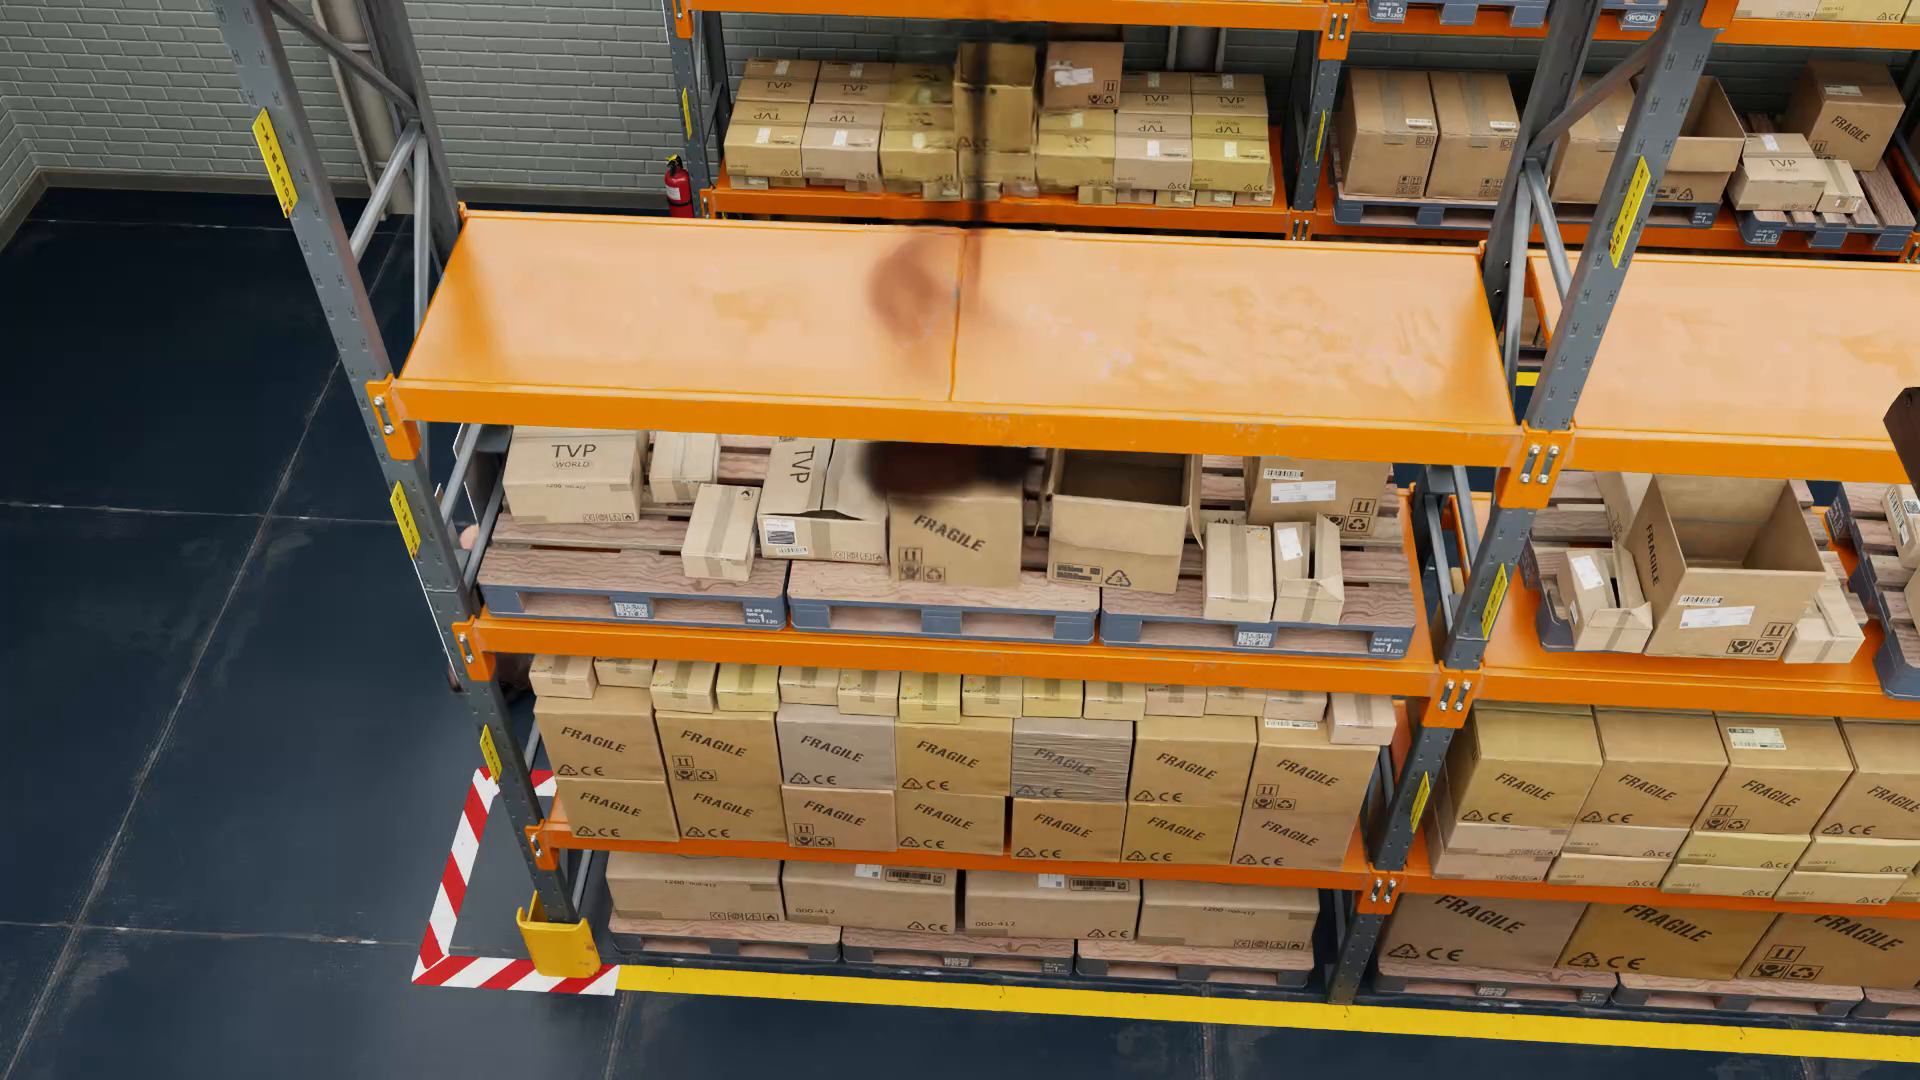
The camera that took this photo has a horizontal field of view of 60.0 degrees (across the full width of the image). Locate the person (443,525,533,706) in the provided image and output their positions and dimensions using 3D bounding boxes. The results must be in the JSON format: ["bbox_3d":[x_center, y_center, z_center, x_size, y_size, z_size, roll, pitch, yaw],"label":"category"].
[{"bbox_3d":[-2.576,0.503,9.160,0.642,1.693,0.614,25,53,21],"label":"person"}]
